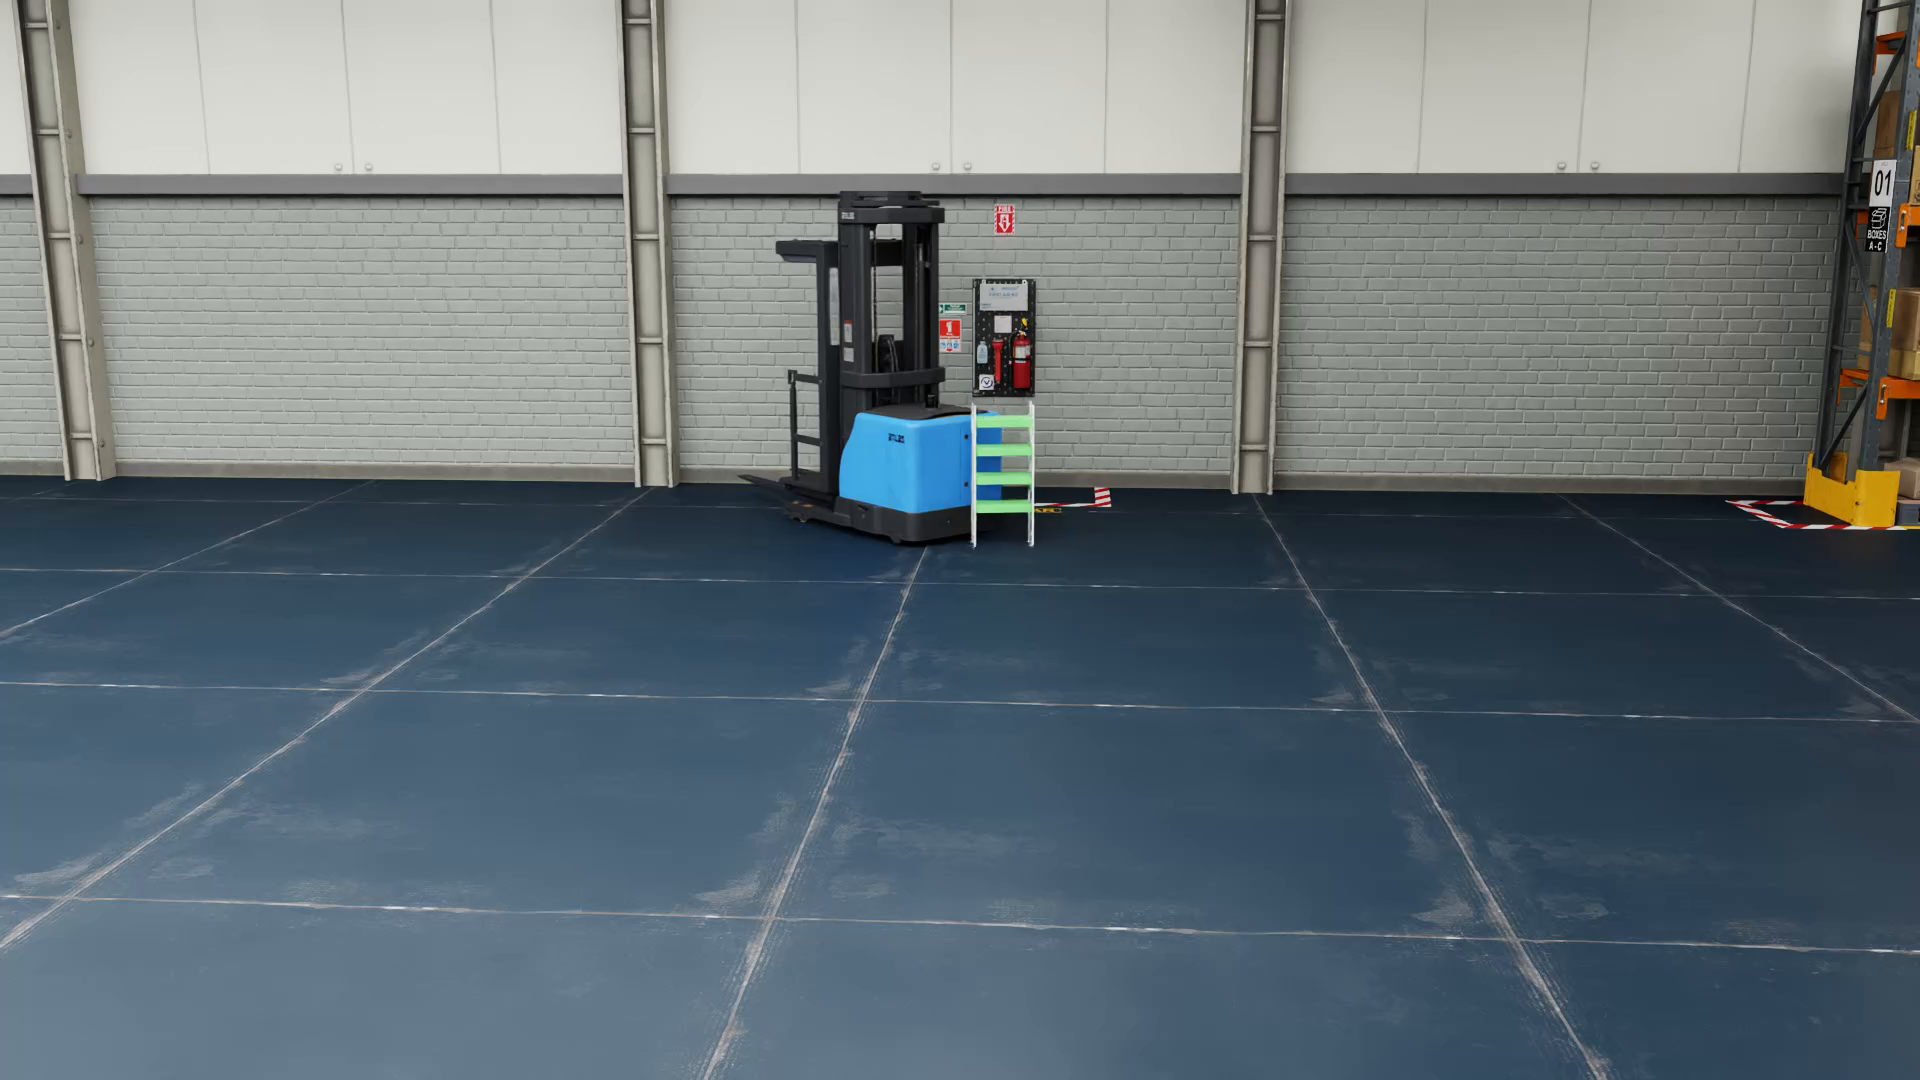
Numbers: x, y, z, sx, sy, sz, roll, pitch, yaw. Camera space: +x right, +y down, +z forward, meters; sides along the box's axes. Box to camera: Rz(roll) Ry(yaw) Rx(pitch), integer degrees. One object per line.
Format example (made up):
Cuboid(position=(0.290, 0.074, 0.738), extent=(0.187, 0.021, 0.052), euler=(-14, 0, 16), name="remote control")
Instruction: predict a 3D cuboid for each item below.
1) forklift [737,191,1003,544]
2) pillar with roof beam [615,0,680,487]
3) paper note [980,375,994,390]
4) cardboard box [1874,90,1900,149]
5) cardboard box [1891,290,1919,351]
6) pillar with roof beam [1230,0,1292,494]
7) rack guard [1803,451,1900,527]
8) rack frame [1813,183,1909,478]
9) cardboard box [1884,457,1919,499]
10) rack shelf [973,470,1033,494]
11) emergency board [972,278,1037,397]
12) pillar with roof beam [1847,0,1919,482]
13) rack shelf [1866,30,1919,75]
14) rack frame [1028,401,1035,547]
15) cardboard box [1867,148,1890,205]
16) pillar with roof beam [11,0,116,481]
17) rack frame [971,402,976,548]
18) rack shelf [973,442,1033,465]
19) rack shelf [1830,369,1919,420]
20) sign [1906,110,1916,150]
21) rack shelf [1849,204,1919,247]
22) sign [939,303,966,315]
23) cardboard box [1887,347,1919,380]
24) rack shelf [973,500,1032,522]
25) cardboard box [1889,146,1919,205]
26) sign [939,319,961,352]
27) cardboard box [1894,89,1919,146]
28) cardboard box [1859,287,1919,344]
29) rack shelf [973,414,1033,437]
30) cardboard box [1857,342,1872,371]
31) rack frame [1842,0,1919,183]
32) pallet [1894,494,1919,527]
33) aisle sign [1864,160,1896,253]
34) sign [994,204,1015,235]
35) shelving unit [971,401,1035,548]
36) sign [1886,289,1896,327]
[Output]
Cuboid(position=(-0.950, -1.649, 14.994), extent=(1.130, 2.935, 3.031), euler=(-10, 15, -38), name="forklift")
Cuboid(position=(-3.372, -4.092, 11.851), extent=(0.400, 9.000, 9.100), euler=(1, 12, 4), name="pillar with roof beam")
Cuboid(position=(0.267, -1.580, 16.645), extent=(0.142, 0.148, 0.016), euler=(1, 12, 4), name="paper note")
Cuboid(position=(8.581, -3.767, 14.891), extent=(0.500, 0.500, 0.500), euler=(1, 12, 6), name="cardboard box")
Cuboid(position=(8.589, -1.939, 14.698), extent=(0.500, 0.500, 0.500), euler=(1, 12, 4), name="cardboard box")
Cuboid(position=(2.615, -4.010, 11.459), extent=(0.400, 9.000, 9.100), euler=(1, 12, 4), name="pillar with roof beam")
Cuboid(position=(8.209, -0.479, 15.337), extent=(0.348, 0.500, 1.175), euler=(1, 12, 4), name="rack guard")
Cuboid(position=(8.133, -1.704, 15.086), extent=(0.127, 3.000, 1.000), euler=(1, 12, 4), name="rack frame")
Cuboid(position=(8.817, -0.575, 15.183), extent=(0.500, 0.311, 0.500), euler=(-1, 12, -3), name="cardboard box")
Cuboid(position=(0.357, -0.488, 13.984), extent=(0.480, 0.148, 0.258), euler=(-1, 12, -5), name="rack shelf")
Cuboid(position=(0.439, -1.994, 16.476), extent=(0.643, 1.169, 0.194), euler=(1, 12, 4), name="emergency board")
Cuboid(position=(8.602, -3.928, 11.066), extent=(0.400, 9.000, 9.100), euler=(1, 12, 4), name="pillar with roof beam")
Cuboid(position=(10.128, -4.259, 14.415), extent=(4.000, 0.370, 1.077), euler=(1, 12, 4), name="rack shelf")
Cuboid(position=(0.600, -0.555, 13.992), extent=(0.015, 1.200, 0.240), euler=(-1, 12, -5), name="rack frame")
Cuboid(position=(8.566, -3.276, 14.986), extent=(0.500, 0.500, 0.500), euler=(2, 12, 8), name="cardboard box")
Cuboid(position=(-9.358, -4.174, 12.243), extent=(0.400, 9.000, 9.100), euler=(1, 12, 4), name="pillar with roof beam")
Cuboid(position=(0.114, -0.546, 13.950), extent=(0.015, 1.200, 0.240), euler=(-1, 12, -5), name="rack frame")
Cuboid(position=(0.357, -0.723, 13.935), extent=(0.480, 0.148, 0.258), euler=(-1, 12, -5), name="rack shelf")
Cuboid(position=(10.128, -1.324, 15.029), extent=(4.000, 0.370, 1.077), euler=(1, 12, 4), name="rack shelf")
Cuboid(position=(8.097, -3.489, 14.159), extent=(0.005, 0.325, 0.100), euler=(1, 12, 4), name="sign")
Cuboid(position=(10.128, -2.792, 14.721), extent=(4.000, 0.370, 1.077), euler=(1, 12, 4), name="rack shelf")
Cuboid(position=(-0.101, -2.298, 16.546), extent=(0.331, 0.109, 0.001), euler=(1, 12, 4), name="sign")
Cuboid(position=(8.599, -1.568, 14.757), extent=(0.500, 0.250, 0.500), euler=(0, 12, 2), name="cardboard box")
Cuboid(position=(0.357, -0.253, 14.033), extent=(0.480, 0.148, 0.258), euler=(-1, 12, -5), name="rack shelf")
Cuboid(position=(8.450, -3.175, 14.500), extent=(0.500, 0.500, 0.500), euler=(1, 12, 5), name="cardboard box")
Cuboid(position=(-0.105, -2.040, 16.609), extent=(0.234, 0.329, 0.001), euler=(1, 12, 4), name="sign")
Cuboid(position=(8.501, -3.665, 14.402), extent=(0.500, 0.500, 0.500), euler=(0, 12, 0), name="cardboard box")
Cuboid(position=(8.617, -2.044, 15.199), extent=(0.500, 0.500, 0.500), euler=(1, 12, 3), name="cardboard box")
Cuboid(position=(0.357, -0.958, 13.886), extent=(0.480, 0.148, 0.258), euler=(-1, 12, -5), name="rack shelf")
Cuboid(position=(8.612, -1.673, 15.258), extent=(0.500, 0.250, 0.500), euler=(1, 12, 5), name="cardboard box")
Cuboid(position=(8.133, -4.640, 14.471), extent=(0.127, 3.000, 1.000), euler=(1, 12, 4), name="rack frame")
Cuboid(position=(9.017, -0.319, 15.279), extent=(1.213, 0.211, 1.003), euler=(1, 12, 4), name="pallet")
Cuboid(position=(8.041, -2.916, 14.531), extent=(0.004, 0.787, 0.394), euler=(1, 12, 4), name="aisle sign")
Cuboid(position=(0.438, -3.149, 16.337), extent=(0.199, 0.298, 0.001), euler=(1, 12, 4), name="sign")
Cuboid(position=(0.357, -0.551, 13.971), extent=(0.503, 1.200, 0.258), euler=(-1, 12, -5), name="shelving unit")
Cuboid(position=(8.097, -2.016, 14.467), extent=(0.005, 0.325, 0.100), euler=(1, 12, 4), name="sign")
